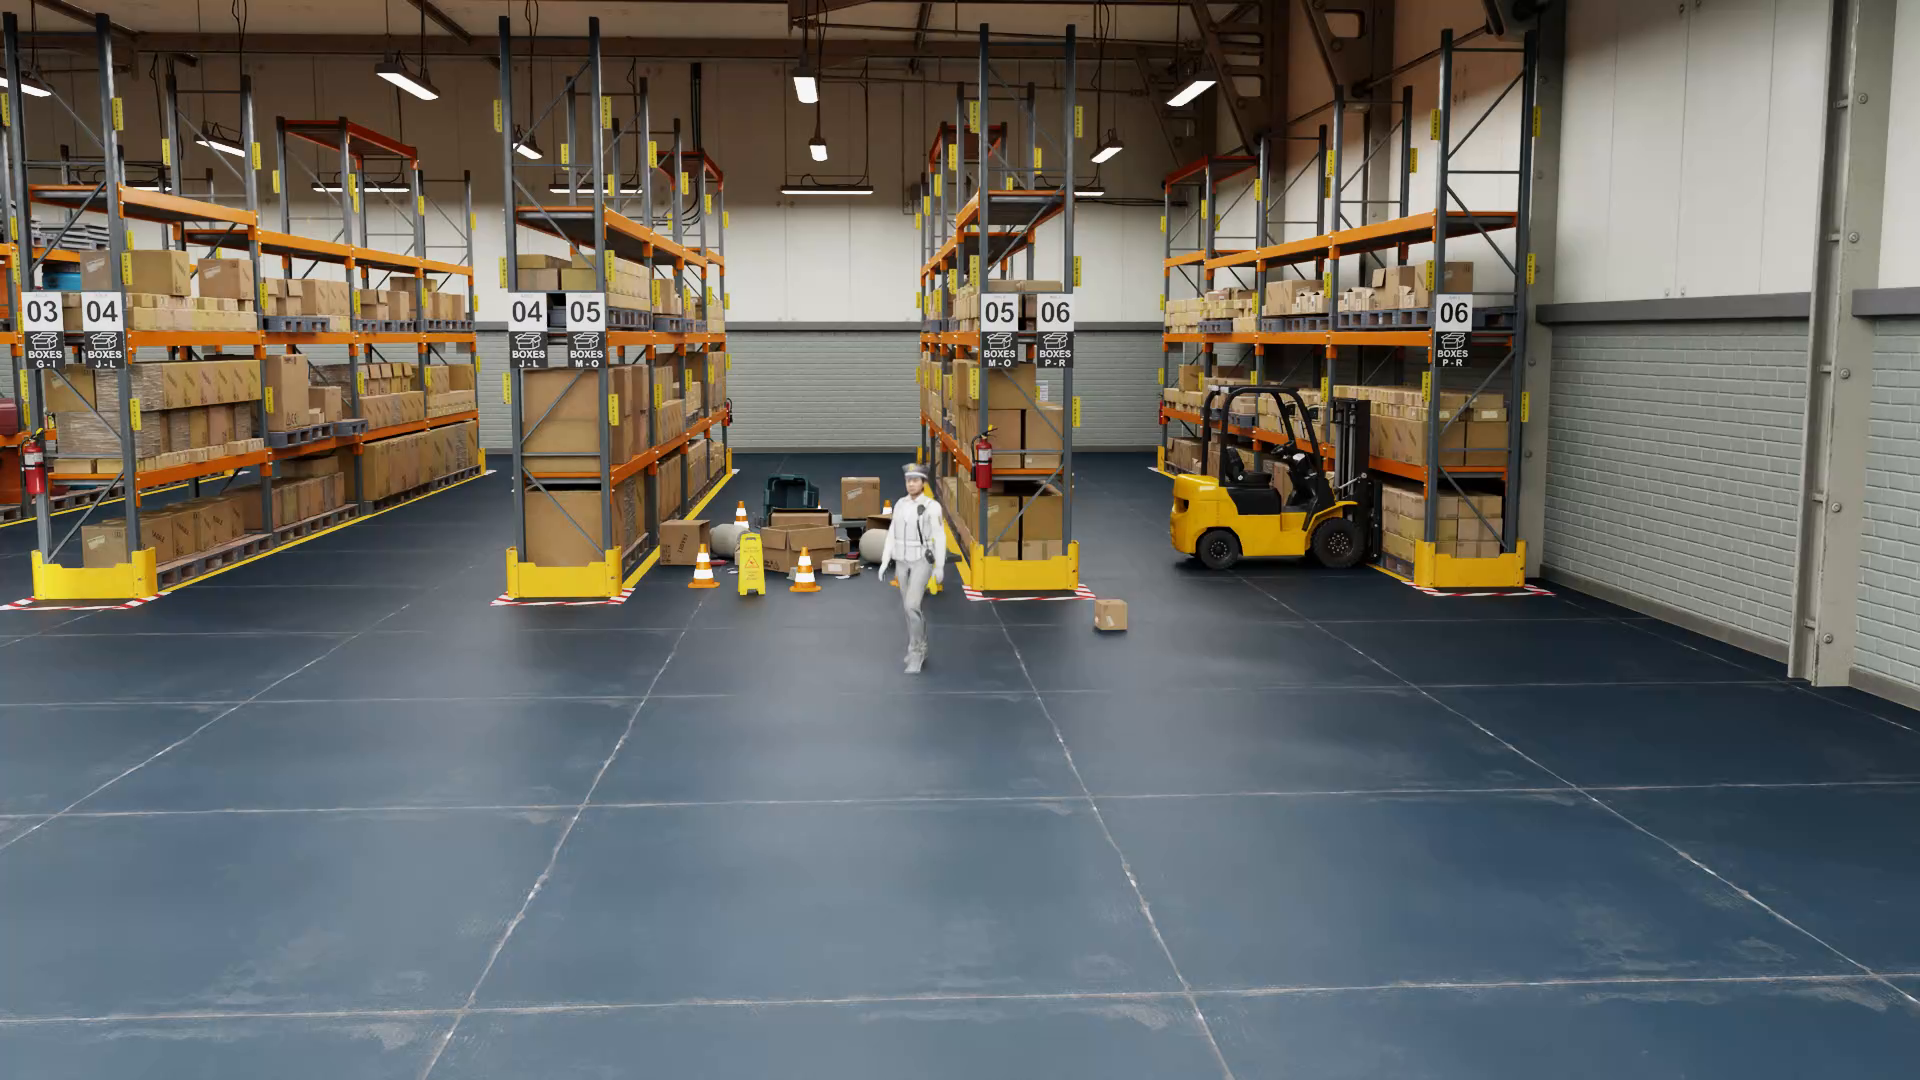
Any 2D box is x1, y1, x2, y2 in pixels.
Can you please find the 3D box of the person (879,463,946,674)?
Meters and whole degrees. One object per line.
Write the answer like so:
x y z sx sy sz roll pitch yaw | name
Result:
-0.402 0.235 13.801 0.486 1.748 0.504 5 8 34 | person
